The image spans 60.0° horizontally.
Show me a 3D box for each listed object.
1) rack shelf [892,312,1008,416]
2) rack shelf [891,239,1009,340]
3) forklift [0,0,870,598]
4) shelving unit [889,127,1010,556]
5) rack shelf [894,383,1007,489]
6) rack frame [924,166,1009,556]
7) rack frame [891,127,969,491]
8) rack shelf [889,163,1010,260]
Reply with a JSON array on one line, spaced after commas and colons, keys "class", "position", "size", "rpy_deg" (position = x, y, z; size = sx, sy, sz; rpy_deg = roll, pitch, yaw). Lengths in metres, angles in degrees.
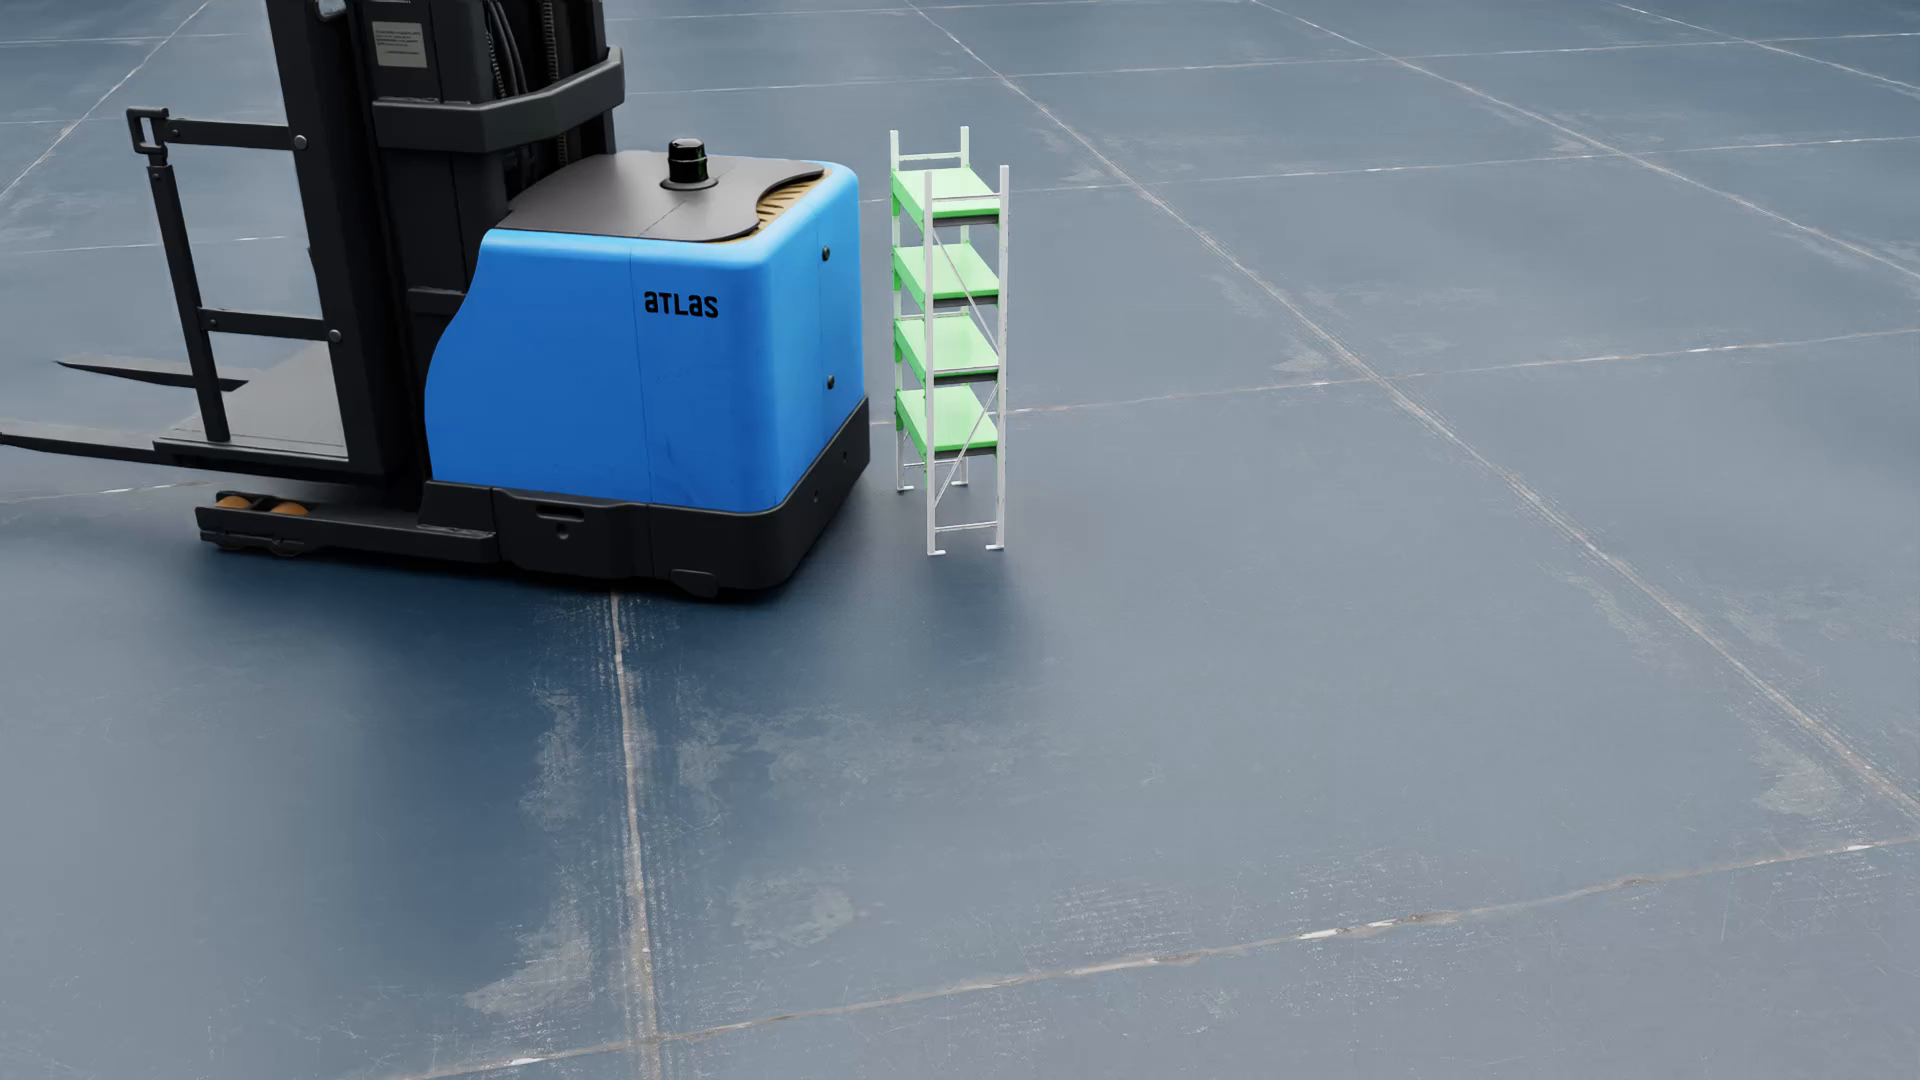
[{"class": "rack shelf", "position": [-0.037, -0.551, 5.152], "size": [0.258, 0.148, 0.480], "rpy_deg": [-6, 27, -12]}, {"class": "rack shelf", "position": [-0.037, -0.766, 5.044], "size": [0.258, 0.148, 0.480], "rpy_deg": [-6, 27, -12]}, {"class": "forklift", "position": [-1.877, -1.479, 4.927], "size": [3.031, 2.935, 1.130], "rpy_deg": [6, 27, 12]}, {"class": "shelving unit", "position": [-0.037, -0.608, 5.124], "size": [0.258, 1.200, 0.503], "rpy_deg": [-6, 27, -12]}, {"class": "rack shelf", "position": [-0.037, -0.337, 5.261], "size": [0.258, 0.148, 0.480], "rpy_deg": [-6, 27, -12]}, {"class": "rack frame", "position": [0.018, -0.501, 4.911], "size": [0.240, 1.200, 0.015], "rpy_deg": [-6, 27, -12]}, {"class": "rack frame", "position": [-0.092, -0.715, 5.336], "size": [0.240, 1.200, 0.015], "rpy_deg": [-6, 27, -12]}, {"class": "rack shelf", "position": [-0.037, -0.980, 4.936], "size": [0.258, 0.148, 0.480], "rpy_deg": [-6, 27, -12]}]
